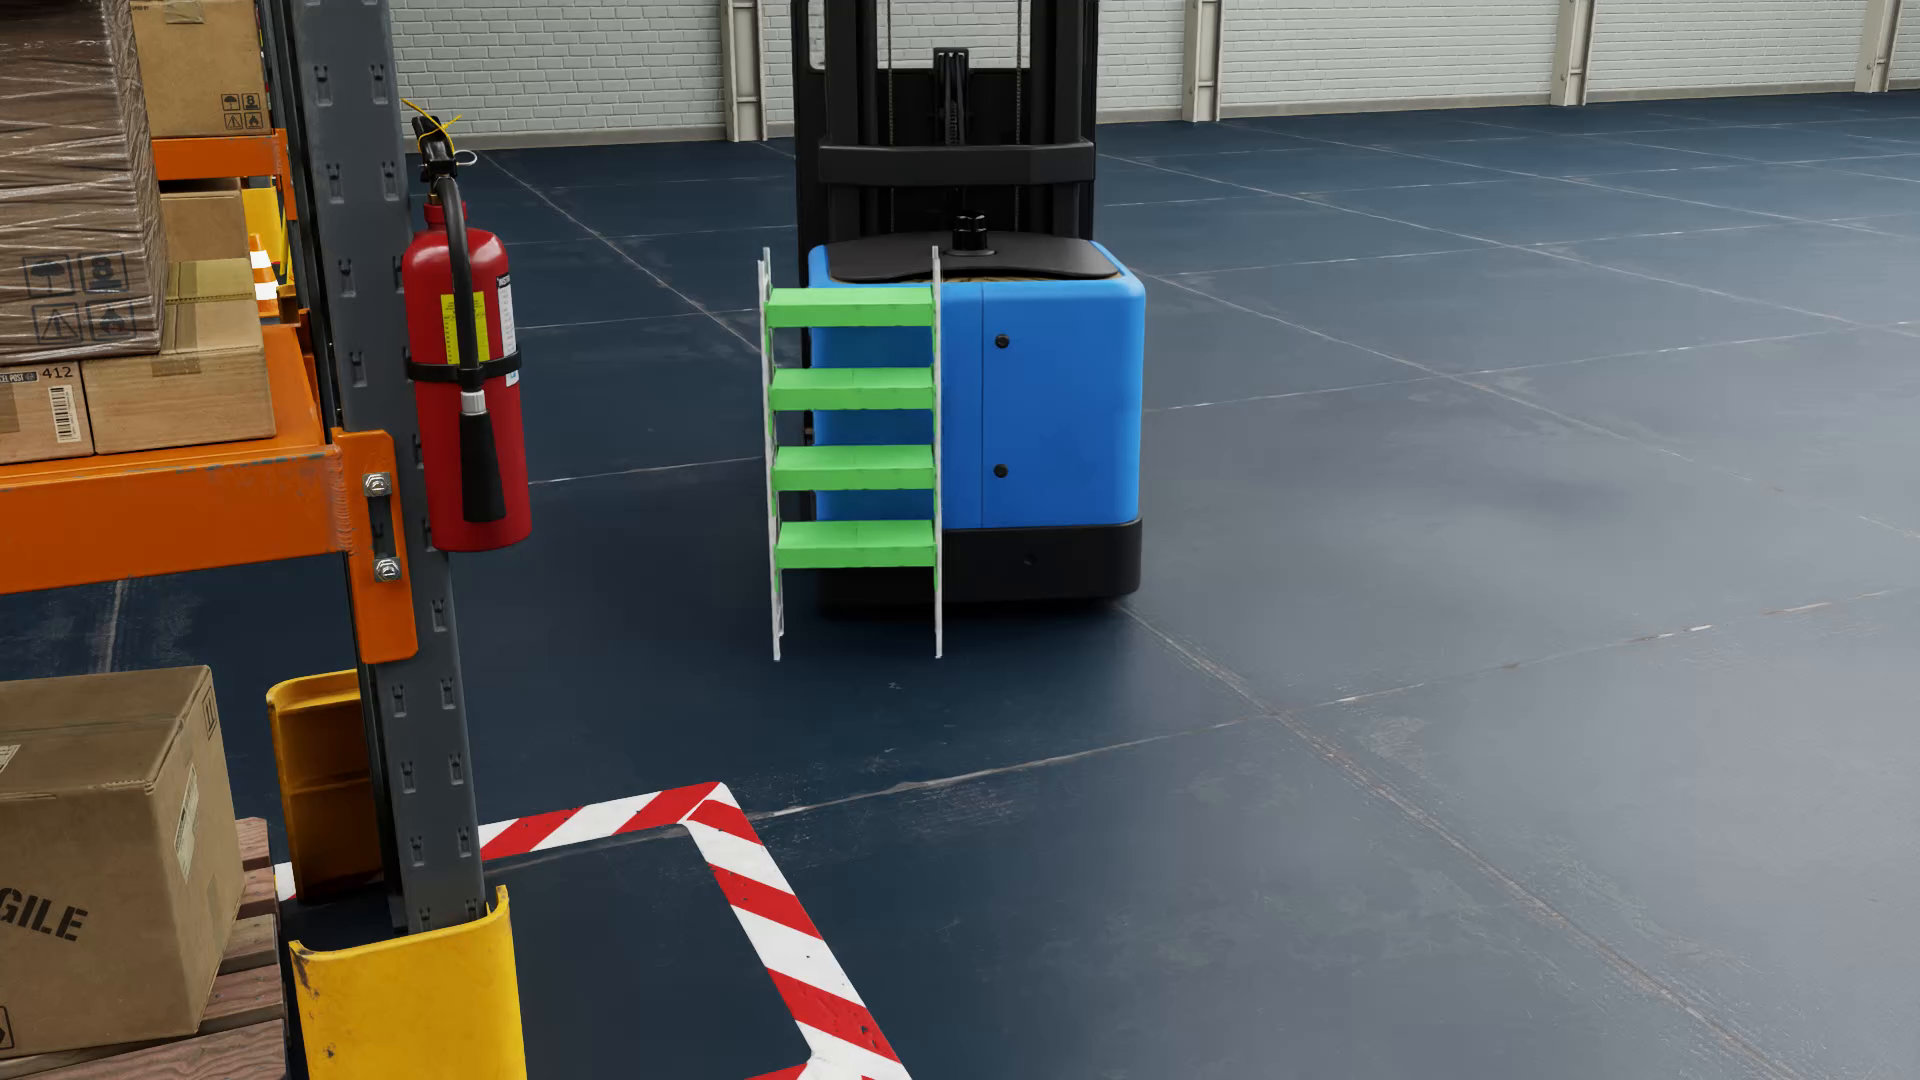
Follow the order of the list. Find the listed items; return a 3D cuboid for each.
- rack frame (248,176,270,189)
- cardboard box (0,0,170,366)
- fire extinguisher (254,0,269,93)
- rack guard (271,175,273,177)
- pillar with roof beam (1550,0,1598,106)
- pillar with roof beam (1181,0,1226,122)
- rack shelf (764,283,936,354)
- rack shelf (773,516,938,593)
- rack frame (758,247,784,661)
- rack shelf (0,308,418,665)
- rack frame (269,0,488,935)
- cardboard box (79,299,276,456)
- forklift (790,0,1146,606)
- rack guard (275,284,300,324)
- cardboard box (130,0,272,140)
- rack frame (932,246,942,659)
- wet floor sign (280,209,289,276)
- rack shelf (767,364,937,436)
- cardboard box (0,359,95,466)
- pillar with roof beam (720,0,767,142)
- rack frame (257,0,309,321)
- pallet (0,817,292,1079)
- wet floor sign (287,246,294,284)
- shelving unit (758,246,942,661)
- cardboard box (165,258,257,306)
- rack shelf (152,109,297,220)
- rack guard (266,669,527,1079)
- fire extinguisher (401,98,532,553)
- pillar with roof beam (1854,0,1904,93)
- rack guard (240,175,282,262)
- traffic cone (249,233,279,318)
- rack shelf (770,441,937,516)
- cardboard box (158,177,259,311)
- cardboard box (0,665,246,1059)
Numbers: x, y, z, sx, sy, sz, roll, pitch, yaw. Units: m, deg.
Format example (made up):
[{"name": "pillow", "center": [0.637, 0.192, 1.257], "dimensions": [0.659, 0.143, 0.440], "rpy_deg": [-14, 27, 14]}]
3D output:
[{"name": "rack frame", "center": [-4.981, -3.508, 11.467], "dimensions": [0.127, 3.000, 1.000], "rpy_deg": [-8, 21, -22]}, {"name": "cardboard box", "center": [-1.572, -0.609, 2.637], "dimensions": [0.500, 0.500, 0.875], "rpy_deg": [-8, 21, -22]}, {"name": "fire extinguisher", "center": [-4.694, -3.346, 11.124], "dimensions": [0.183, 0.674, 0.296], "rpy_deg": [-8, 21, -22]}, {"name": "rack guard", "center": [-6.929, -3.845, 16.189], "dimensions": [0.348, 0.500, 1.175], "rpy_deg": [-8, 21, -22]}, {"name": "pillar with roof beam", "center": [10.286, -9.089, 18.286], "dimensions": [0.400, 9.000, 9.100], "rpy_deg": [-8, 21, -22]}, {"name": "pillar with roof beam", "center": [4.776, -8.300, 16.044], "dimensions": [0.400, 9.000, 9.100], "rpy_deg": [-8, 21, -22]}, {"name": "rack shelf", "center": [-0.311, -0.637, 4.772], "dimensions": [0.480, 0.148, 0.258], "rpy_deg": [-1, 19, -2]}, {"name": "rack shelf", "center": [-0.311, 0.041, 5.012], "dimensions": [0.480, 0.148, 0.258], "rpy_deg": [-1, 19, -2]}, {"name": "rack frame", "center": [-0.555, -0.242, 4.901], "dimensions": [0.015, 1.200, 0.240], "rpy_deg": [-1, 19, -2]}, {"name": "rack shelf", "center": [-2.892, 0.117, 2.257], "dimensions": [4.000, 0.370, 1.077], "rpy_deg": [-8, 21, -22]}, {"name": "rack frame", "center": [-1.056, -0.486, 2.884], "dimensions": [0.127, 3.000, 1.000], "rpy_deg": [-8, 21, -22]}, {"name": "cardboard box", "center": [-1.236, -0.267, 2.641], "dimensions": [0.250, 0.149, 0.380], "rpy_deg": [-8, 21, -22]}, {"name": "forklift", "center": [-0.079, -1.621, 6.211], "dimensions": [1.130, 2.935, 3.031], "rpy_deg": [-2, 19, -5]}, {"name": "rack guard", "center": [-2.906, -0.835, 7.642], "dimensions": [0.348, 0.500, 1.175], "rpy_deg": [-8, 21, -22]}, {"name": "cardboard box", "center": [-3.251, -2.019, 7.015], "dimensions": [0.550, 0.550, 0.875], "rpy_deg": [-8, 21, -22]}, {"name": "rack frame", "center": [-0.068, -0.249, 4.920], "dimensions": [0.015, 1.200, 0.240], "rpy_deg": [-1, 19, -2]}, {"name": "wet floor sign", "center": [-4.383, -2.096, 11.003], "dimensions": [0.232, 0.644, 0.267], "rpy_deg": [-1, 19, -3]}, {"name": "rack shelf", "center": [-0.311, -0.411, 4.852], "dimensions": [0.480, 0.148, 0.258], "rpy_deg": [-1, 19, -2]}, {"name": "cardboard box", "center": [-1.466, -0.234, 2.548], "dimensions": [0.250, 0.149, 0.380], "rpy_deg": [-8, 21, -22]}, {"name": "pillar with roof beam", "center": [-0.733, -7.510, 13.802], "dimensions": [0.400, 9.000, 9.100], "rpy_deg": [-8, 21, -22]}, {"name": "rack frame", "center": [-2.928, -2.011, 7.218], "dimensions": [0.127, 3.000, 1.000], "rpy_deg": [-8, 21, -22]}, {"name": "pallet", "center": [-1.886, 0.936, 3.046], "dimensions": [1.213, 0.211, 1.003], "rpy_deg": [-8, 21, -22]}, {"name": "wet floor sign", "center": [-3.686, -1.508, 9.335], "dimensions": [0.232, 0.644, 0.267], "rpy_deg": [-12, 23, -31]}, {"name": "shelving unit", "center": [-0.311, -0.245, 4.911], "dimensions": [0.503, 1.200, 0.258], "rpy_deg": [-1, 19, -2]}, {"name": "cardboard box", "center": [-1.412, -0.402, 3.026], "dimensions": [0.250, 0.149, 0.380], "rpy_deg": [-8, 21, -22]}, {"name": "rack shelf", "center": [-4.764, -1.409, 6.590], "dimensions": [4.000, 0.370, 1.077], "rpy_deg": [-8, 21, -22]}, {"name": "rack guard", "center": [-1.126, 0.704, 3.271], "dimensions": [0.348, 0.500, 1.175], "rpy_deg": [-8, 21, -22]}, {"name": "fire extinguisher", "center": [-0.768, -0.324, 2.541], "dimensions": [0.183, 0.674, 0.296], "rpy_deg": [-8, 21, -22]}, {"name": "pillar with roof beam", "center": [15.795, -9.878, 20.527], "dimensions": [0.400, 9.000, 9.100], "rpy_deg": [-8, 21, -22]}, {"name": "rack guard", "center": [-5.051, -2.319, 11.854], "dimensions": [0.348, 0.500, 1.175], "rpy_deg": [-8, 21, -22]}, {"name": "traffic cone", "center": [-4.113, -1.567, 9.776], "dimensions": [0.334, 0.463, 0.336], "rpy_deg": [-8, 21, -22]}, {"name": "rack shelf", "center": [-0.311, -0.185, 4.932], "dimensions": [0.480, 0.148, 0.258], "rpy_deg": [-1, 19, -2]}, {"name": "cardboard box", "center": [-3.524, -1.098, 7.191], "dimensions": [0.875, 0.875, 0.875], "rpy_deg": [-8, 21, -22]}, {"name": "cardboard box", "center": [-1.636, 0.572, 3.011], "dimensions": [0.500, 0.500, 0.500], "rpy_deg": [-4, 20, -12]}]
